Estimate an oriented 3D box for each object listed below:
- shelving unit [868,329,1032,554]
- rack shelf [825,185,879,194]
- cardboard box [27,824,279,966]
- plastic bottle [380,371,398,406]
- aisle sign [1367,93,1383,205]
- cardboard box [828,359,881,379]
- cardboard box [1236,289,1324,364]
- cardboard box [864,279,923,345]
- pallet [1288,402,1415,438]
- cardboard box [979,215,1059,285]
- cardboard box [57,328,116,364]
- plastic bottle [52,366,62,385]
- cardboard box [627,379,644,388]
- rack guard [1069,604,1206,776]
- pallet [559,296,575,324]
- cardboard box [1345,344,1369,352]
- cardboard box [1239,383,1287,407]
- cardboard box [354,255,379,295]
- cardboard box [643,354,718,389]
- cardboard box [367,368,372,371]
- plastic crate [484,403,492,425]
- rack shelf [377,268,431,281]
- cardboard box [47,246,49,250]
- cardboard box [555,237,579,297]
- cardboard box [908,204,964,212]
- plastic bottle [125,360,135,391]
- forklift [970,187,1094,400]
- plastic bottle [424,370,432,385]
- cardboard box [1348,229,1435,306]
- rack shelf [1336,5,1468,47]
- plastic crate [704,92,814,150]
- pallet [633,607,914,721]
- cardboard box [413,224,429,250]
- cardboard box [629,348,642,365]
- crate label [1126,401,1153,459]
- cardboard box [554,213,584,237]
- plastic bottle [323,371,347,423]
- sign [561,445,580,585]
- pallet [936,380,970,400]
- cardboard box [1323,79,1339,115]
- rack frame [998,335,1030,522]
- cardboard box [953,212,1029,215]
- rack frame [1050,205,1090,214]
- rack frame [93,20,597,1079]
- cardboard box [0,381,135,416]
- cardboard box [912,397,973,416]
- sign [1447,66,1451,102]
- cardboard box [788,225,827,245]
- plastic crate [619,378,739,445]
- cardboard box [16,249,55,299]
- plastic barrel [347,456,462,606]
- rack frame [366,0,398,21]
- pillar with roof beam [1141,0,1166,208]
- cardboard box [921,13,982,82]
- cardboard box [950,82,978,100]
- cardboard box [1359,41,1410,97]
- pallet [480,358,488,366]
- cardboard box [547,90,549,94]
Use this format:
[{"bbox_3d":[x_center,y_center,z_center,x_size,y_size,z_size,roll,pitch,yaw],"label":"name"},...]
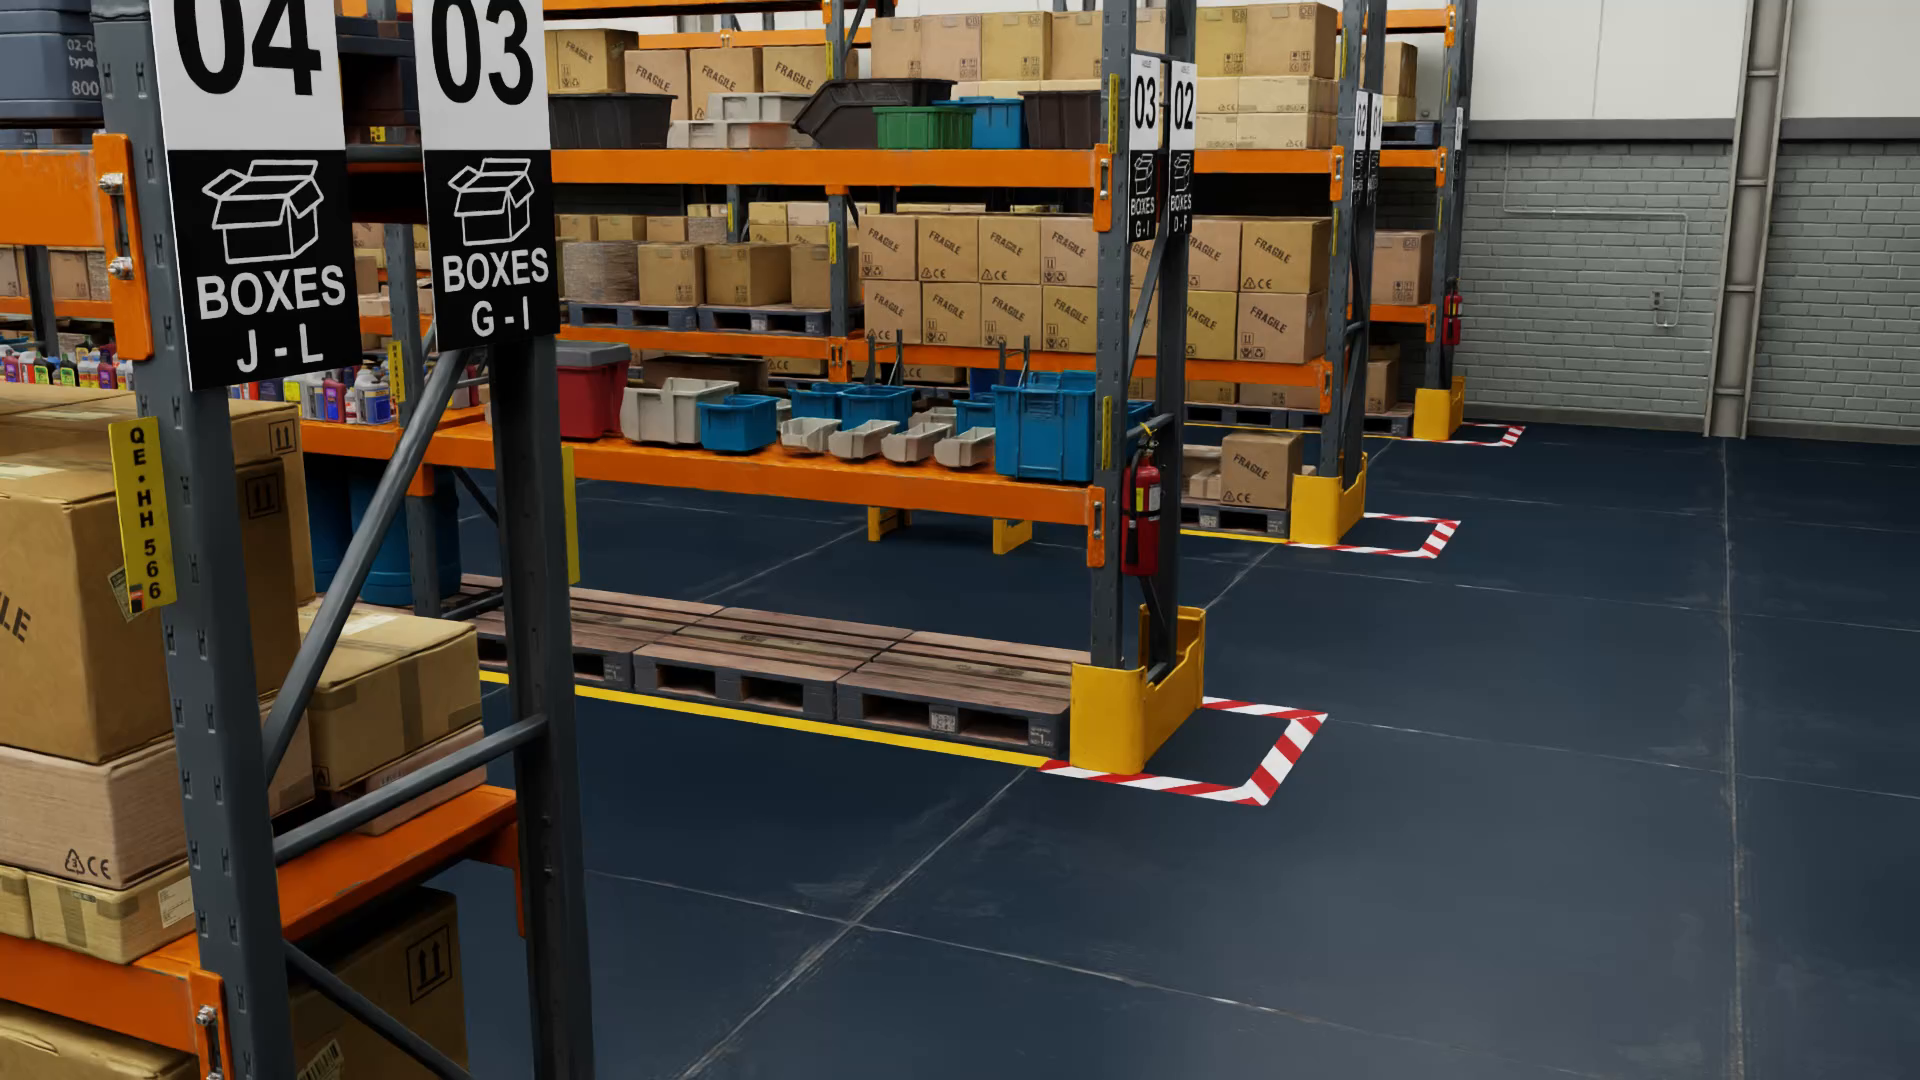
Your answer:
[{"bbox_3d":[-0.070,-0.737,12.114,1.083,1.500,0.587,6,14,23],"label":"shelving unit"},{"bbox_3d":[-2.618,-3.210,14.378,4.000,0.370,1.077,6,14,23],"label":"rack shelf"},{"bbox_3d":[-1.607,0.682,3.332,0.250,0.149,0.380,6,15,24],"label":"cardboard box"},{"bbox_3d":[-3.436,-0.912,10.012,0.097,0.201,0.097,0,13,0],"label":"plastic bottle"},{"bbox_3d":[3.049,-2.865,12.210,0.004,0.787,0.394,6,14,23],"label":"aisle sign"},{"bbox_3d":[-1.026,-2.300,19.277,0.750,0.750,0.750,6,14,23],"label":"cardboard box"},{"bbox_3d":[2.348,-1.578,12.195,0.500,0.500,0.500,6,15,25],"label":"cardboard box"},{"bbox_3d":[-0.434,-1.860,13.395,0.500,0.500,0.500,6,15,25],"label":"cardboard box"},{"bbox_3d":[4.108,-1.280,17.247,1.213,0.211,1.003,6,14,23],"label":"pallet"},{"bbox_3d":[0.469,-2.253,12.881,0.500,0.500,0.500,5,14,22],"label":"cardboard box"},{"bbox_3d":[-9.069,-1.932,17.380,0.500,0.500,0.500,6,14,23],"label":"cardboard box"},{"bbox_3d":[-5.552,-0.975,10.278,0.097,0.201,0.097,0,13,0],"label":"plastic bottle"},{"bbox_3d":[-3.024,-1.197,15.298,0.500,0.500,0.500,5,14,21],"label":"cardboard box"},{"bbox_3d":[0.885,0.706,8.152,0.348,0.500,1.175,6,14,23],"label":"rack guard"},{"bbox_3d":[-3.799,-2.144,15.244,1.003,0.211,1.213,6,14,23],"label":"pallet"},{"bbox_3d":[3.999,-1.901,16.922,0.250,0.149,0.380,6,14,23],"label":"cardboard box"},{"bbox_3d":[3.272,-1.704,17.503,0.500,0.500,0.700,5,14,21],"label":"cardboard box"},{"bbox_3d":[-5.988,-2.486,16.063,0.500,0.500,0.500,5,14,20],"label":"cardboard box"},{"bbox_3d":[-2.506,-1.512,14.998,0.500,0.250,0.500,5,14,22],"label":"cardboard box"},{"bbox_3d":[-5.964,-1.515,16.017,0.500,0.311,0.500,6,14,23],"label":"cardboard box"},{"bbox_3d":[-2.432,-0.709,9.154,0.243,0.136,0.396,6,14,23],"label":"plastic crate"},{"bbox_3d":[-7.930,-3.525,22.286,4.000,0.370,1.077,6,14,23],"label":"rack shelf"},{"bbox_3d":[-9.369,-3.095,17.238,0.250,0.149,0.380,6,14,23],"label":"cardboard box"},{"bbox_3d":[-3.826,-2.503,15.219,0.500,0.500,0.700,1,13,4],"label":"cardboard box"},{"bbox_3d":[-0.247,-3.605,18.495,0.500,0.250,0.500,6,15,24],"label":"cardboard box"},{"bbox_3d":[-4.924,-0.955,10.028,0.135,0.276,0.152,6,14,23],"label":"plastic bottle"},{"bbox_3d":[0.835,-2.538,16.657,1.130,2.935,3.031,2,13,9],"label":"forklift"},{"bbox_3d":[-3.197,-0.926,10.071,0.097,0.201,0.097,0,13,0],"label":"plastic bottle"},{"bbox_3d":[4.400,-2.771,16.841,0.700,0.700,0.980,7,15,26],"label":"cardboard box"},{"bbox_3d":[3.042,-5.141,16.914,4.000,0.370,1.077,6,14,23],"label":"rack shelf"},{"bbox_3d":[-1.044,-2.183,8.684,0.530,0.282,0.437,6,14,23],"label":"plastic crate"},{"bbox_3d":[-0.992,0.649,9.025,1.213,0.211,1.003,6,14,23],"label":"pallet"},{"bbox_3d":[-6.659,-3.971,21.255,0.500,0.500,0.500,6,14,23],"label":"cardboard box"},{"bbox_3d":[-4.013,-2.485,20.788,0.500,0.500,0.700,6,14,23],"label":"cardboard box"},{"bbox_3d":[0.765,-0.550,8.267,0.303,0.233,0.416,6,14,23],"label":"crate label"},{"bbox_3d":[-5.142,-3.846,20.895,0.500,0.500,0.700,7,15,29],"label":"cardboard box"},{"bbox_3d":[-3.521,-0.805,9.373,0.133,0.283,0.061,6,14,23],"label":"plastic bottle"},{"bbox_3d":[-0.918,-0.051,3.840,0.005,0.325,0.100,6,14,23],"label":"sign"},{"bbox_3d":[0.477,-1.648,18.816,1.213,0.211,1.003,6,14,23],"label":"pallet"},{"bbox_3d":[2.503,-3.277,12.324,0.500,0.250,0.500,6,14,23],"label":"cardboard box"},{"bbox_3d":[0.387,-0.691,11.917,0.032,1.500,0.500,6,14,23],"label":"rack frame"},{"bbox_3d":[0.247,-2.411,13.555,0.500,0.500,0.500,5,14,22],"label":"cardboard box"},{"bbox_3d":[1.213,-2.950,18.260,0.127,3.000,1.000,6,14,23],"label":"rack frame"},{"bbox_3d":[-1.148,0.524,3.456,0.127,3.000,1.000,6,14,23],"label":"rack frame"},{"bbox_3d":[-2.411,-0.107,4.179,0.500,0.500,0.500,5,14,22],"label":"cardboard box"},{"bbox_3d":[-0.154,-0.919,14.113,0.500,0.500,0.500,6,14,23],"label":"cardboard box"},{"bbox_3d":[4.638,-4.321,15.771,0.005,0.325,0.100,6,14,23],"label":"sign"},{"bbox_3d":[-1.628,-3.374,19.156,0.500,0.500,0.500,6,15,25],"label":"cardboard box"},{"bbox_3d":[-1.478,-0.672,8.682,0.530,0.282,0.437,6,14,23],"label":"plastic crate"},{"bbox_3d":[-9.454,-2.838,17.566,0.500,0.500,0.700,6,14,24],"label":"cardboard box"},{"bbox_3d":[-3.290,-0.117,9.863,0.708,0.901,0.600,6,14,23],"label":"plastic barrel"},{"bbox_3d":[-2.799,-3.801,8.757,0.127,3.000,1.000,6,14,23],"label":"rack frame"},{"bbox_3d":[0.460,-5.087,14.237,0.400,9.000,9.100,6,14,23],"label":"pillar with roof beam"},{"bbox_3d":[0.070,-3.798,12.900,0.500,0.500,0.700,6,14,23],"label":"cardboard box"},{"bbox_3d":[0.012,-3.403,12.858,0.500,0.250,0.500,6,14,23],"label":"cardboard box"},{"bbox_3d":[4.091,-4.596,16.258,0.500,0.500,0.500,6,14,23],"label":"cardboard box"},{"bbox_3d":[-5.389,-2.261,21.428,1.213,0.211,1.003,6,14,23],"label":"pallet"},{"bbox_3d":[-3.568,-3.714,14.730,0.500,0.500,0.910,6,14,23],"label":"cardboard box"}]
